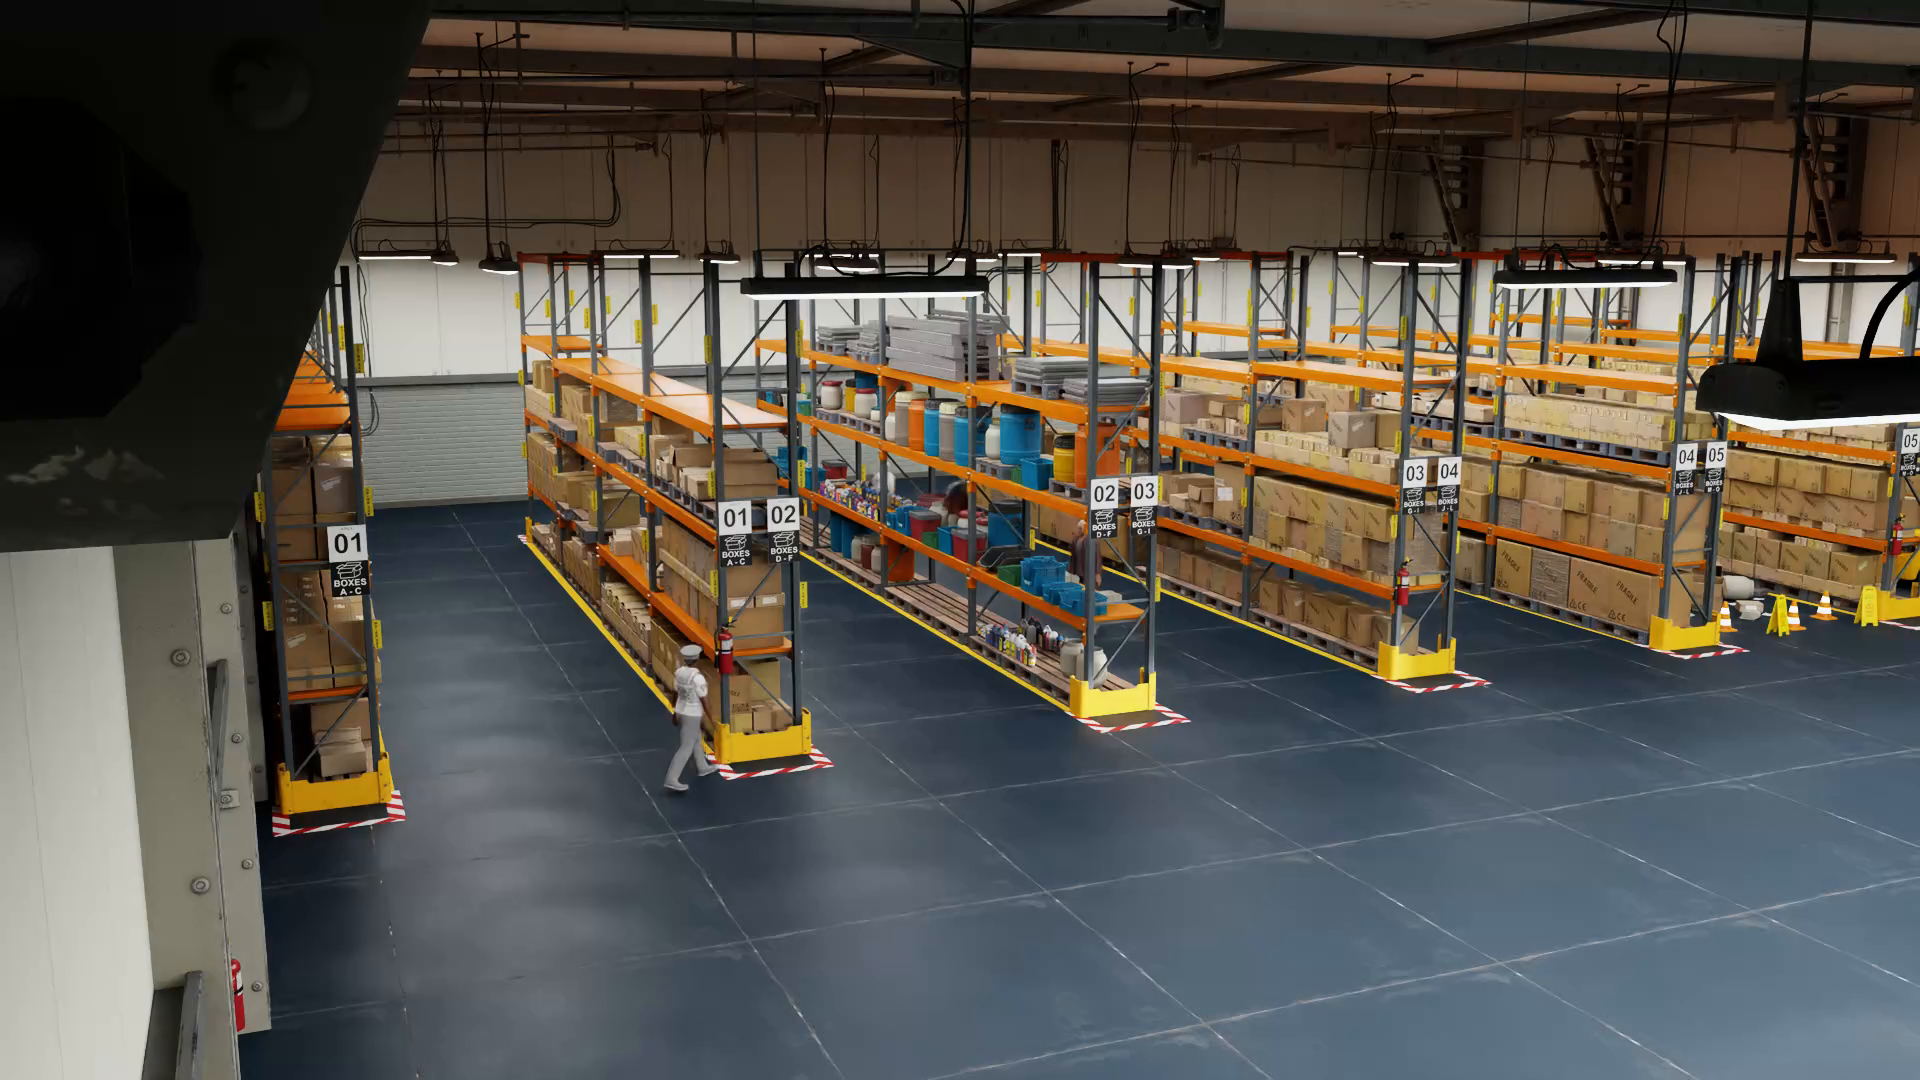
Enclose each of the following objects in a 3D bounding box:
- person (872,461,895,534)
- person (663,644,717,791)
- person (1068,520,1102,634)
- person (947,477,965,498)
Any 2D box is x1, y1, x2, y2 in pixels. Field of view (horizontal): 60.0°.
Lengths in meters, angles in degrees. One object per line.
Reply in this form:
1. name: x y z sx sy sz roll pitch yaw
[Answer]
1. person: -1.509 -0.792 34.350 0.615 1.730 1.007 -6 12 -30
2. person: -3.126 2.037 19.329 0.883 1.637 0.570 -8 13 -36
3. person: 1.999 0.598 26.897 0.402 1.830 0.656 -10 14 -42
4. person: 0.039 -1.792 40.166 0.653 1.643 0.483 3 11 15
